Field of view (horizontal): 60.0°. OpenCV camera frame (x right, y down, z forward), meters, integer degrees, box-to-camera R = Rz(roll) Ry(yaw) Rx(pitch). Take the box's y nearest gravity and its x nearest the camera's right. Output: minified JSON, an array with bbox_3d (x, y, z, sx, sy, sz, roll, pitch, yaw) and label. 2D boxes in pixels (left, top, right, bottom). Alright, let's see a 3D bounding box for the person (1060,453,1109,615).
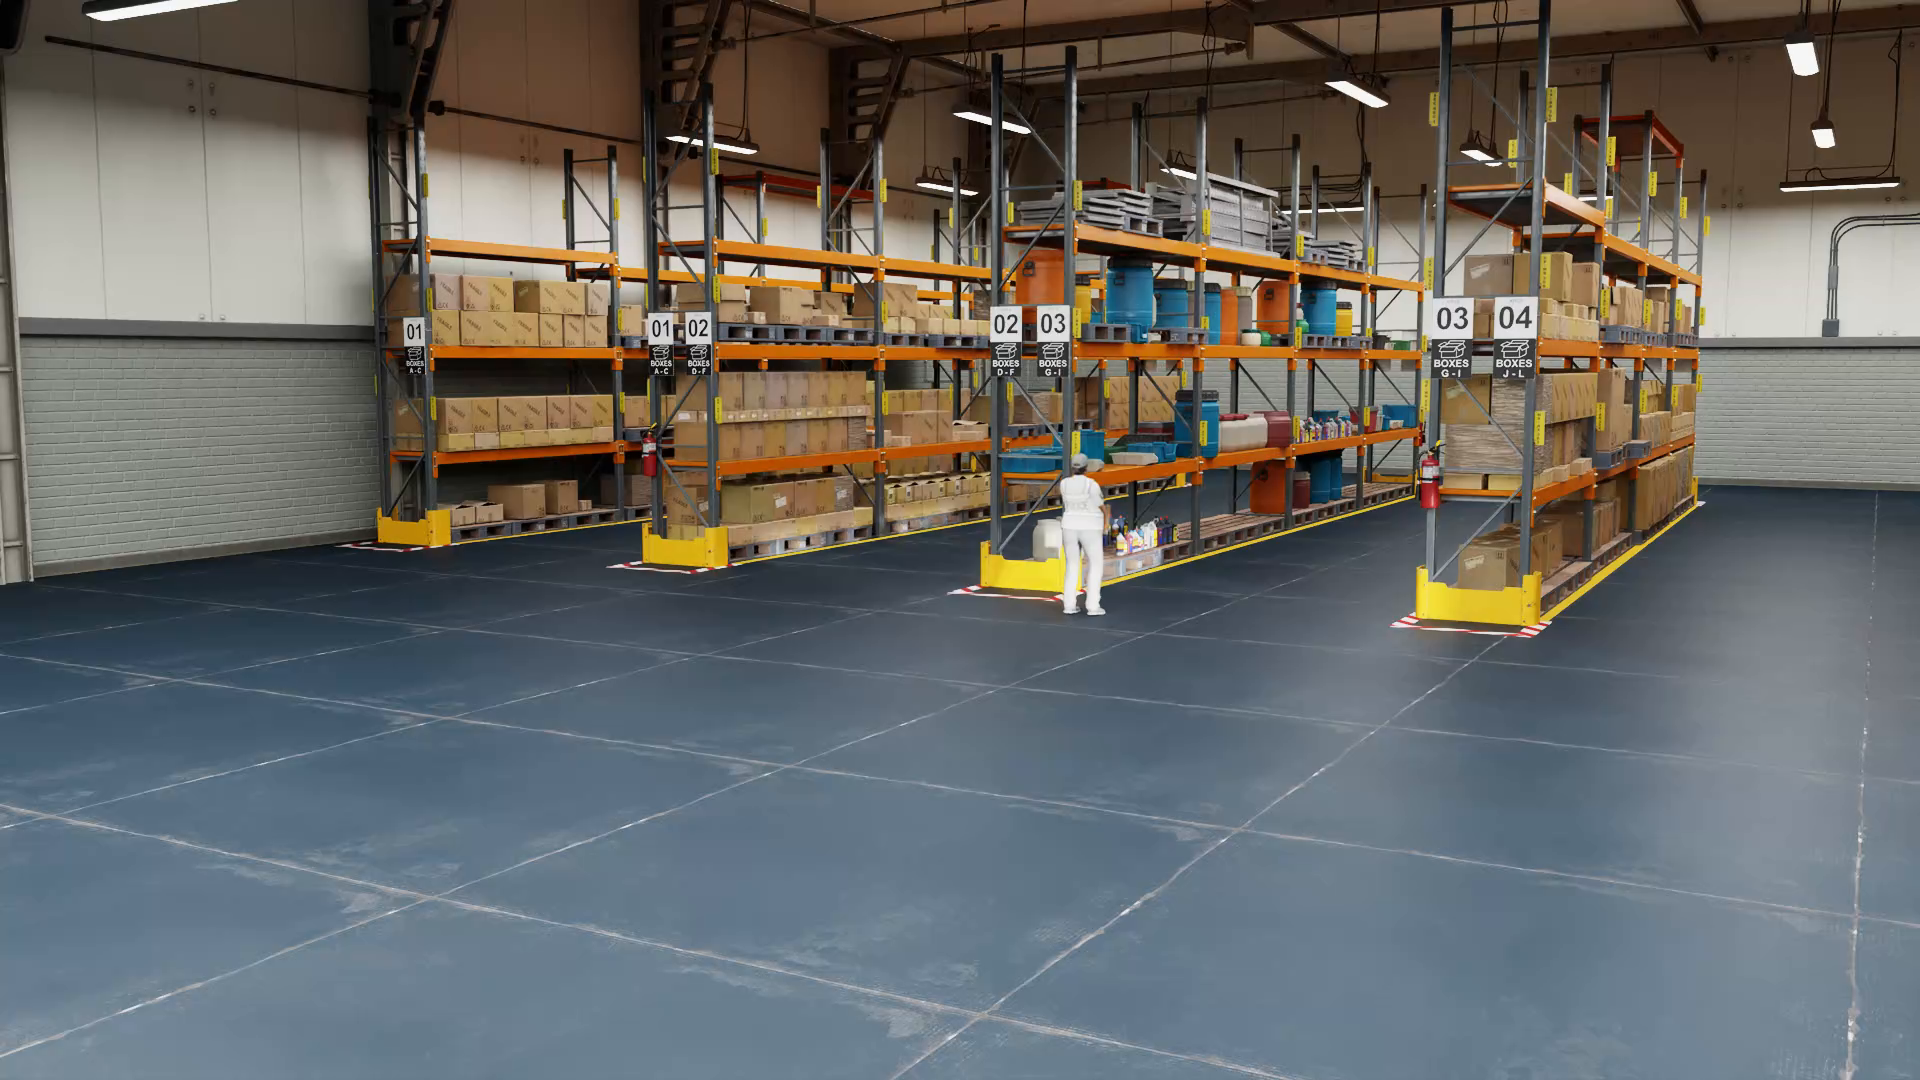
[{"bbox_3d":[1.287,-0.068,17.053,0.455,1.657,0.541,3,7,30],"label":"person"}]
